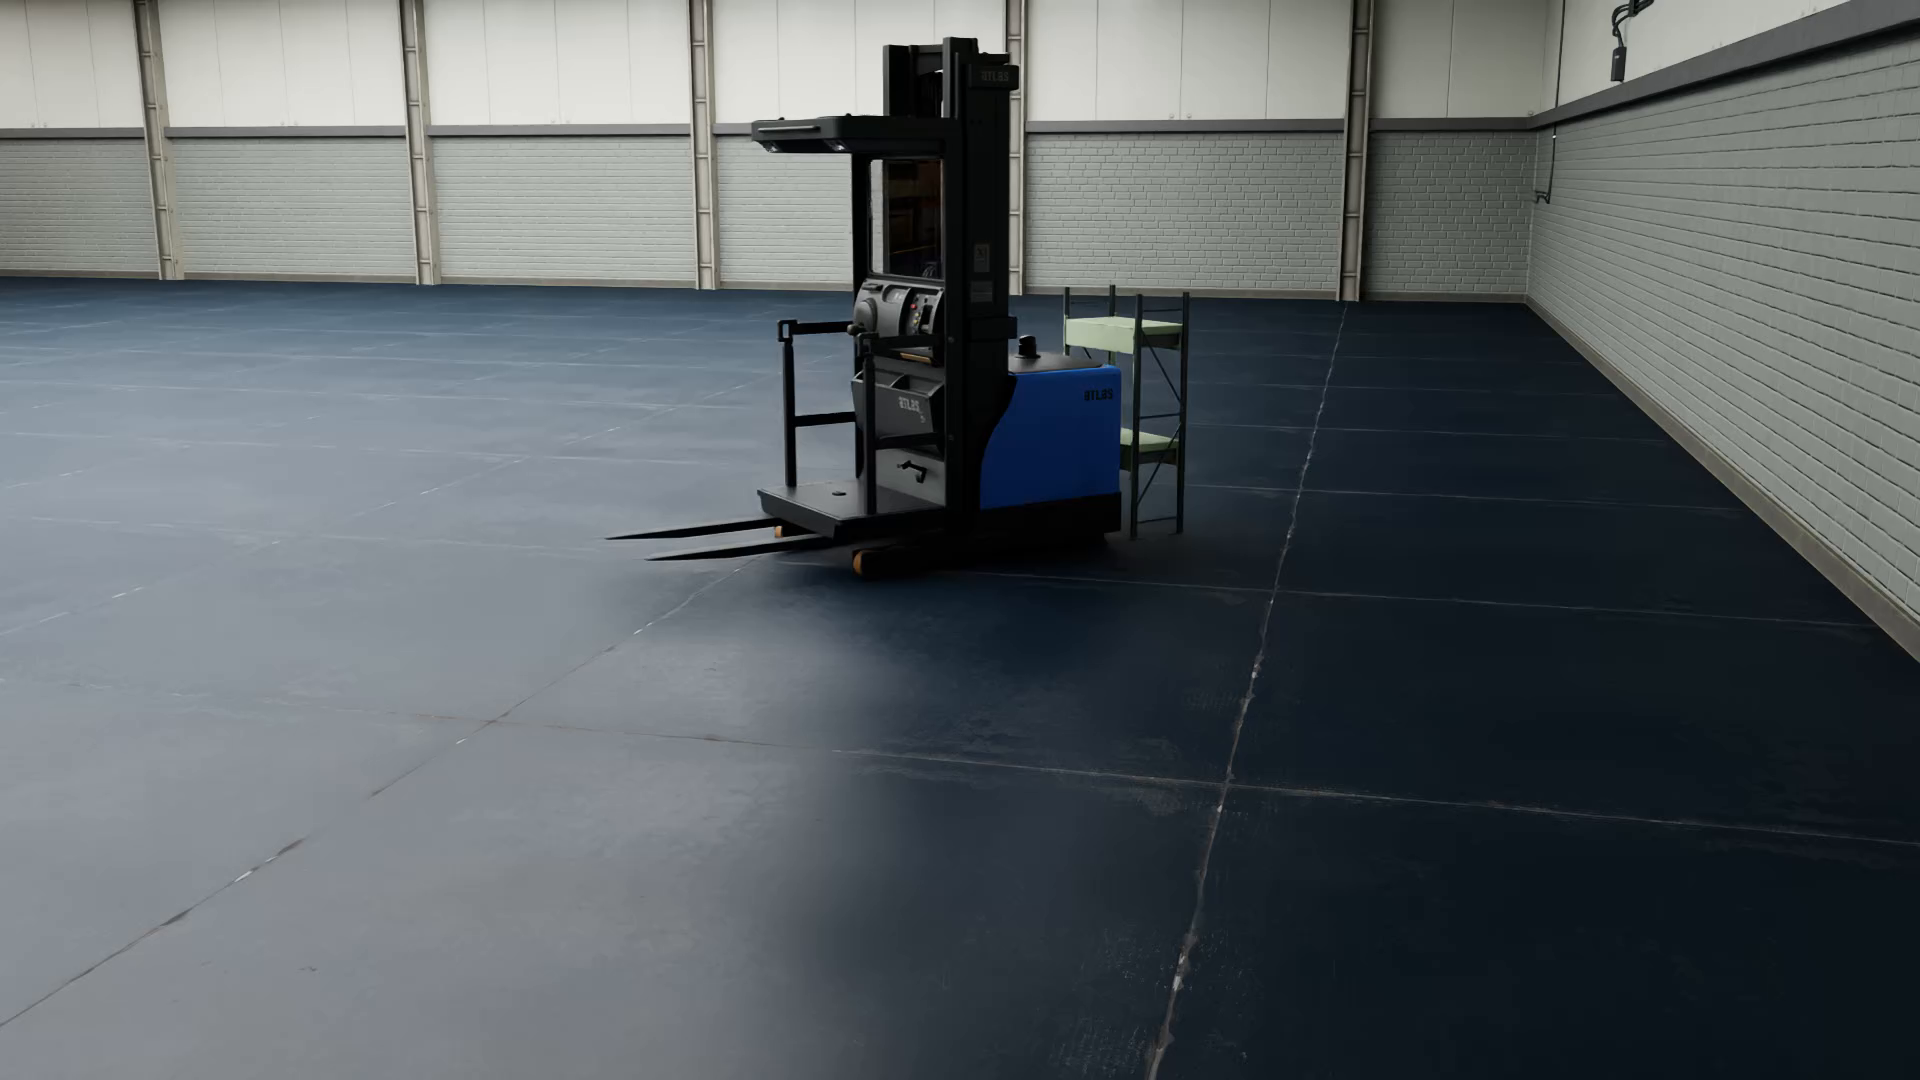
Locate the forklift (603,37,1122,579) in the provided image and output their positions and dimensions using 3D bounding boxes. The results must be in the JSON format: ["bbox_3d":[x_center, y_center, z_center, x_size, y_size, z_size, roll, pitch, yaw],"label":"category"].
[{"bbox_3d":[-0.534,-1.345,9.528,3.031,2.935,1.130,-8,15,-31],"label":"forklift"}]

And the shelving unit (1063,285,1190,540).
[{"bbox_3d":[1.027,-0.822,10.477,0.431,1.500,0.755,-8,15,-32],"label":"shelving unit"}]

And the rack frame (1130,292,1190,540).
[{"bbox_3d":[1.223,-0.755,10.176,0.400,1.500,0.023,-8,15,-32],"label":"rack frame"}]

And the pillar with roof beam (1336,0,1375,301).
[{"bbox_3d":[5.778,-7.697,24.149,0.400,9.000,9.100,3,13,14],"label":"pillar with roof beam"}]

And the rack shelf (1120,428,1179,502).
[{"bbox_3d":[1.027,-0.504,10.548,0.431,0.370,0.720,-8,15,-32],"label":"rack shelf"}]

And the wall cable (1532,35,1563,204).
[{"bbox_3d":[9.353,-6.655,26.624,0.112,2.526,3.097,3,13,14],"label":"wall cable"}]

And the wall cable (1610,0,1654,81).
[{"bbox_3d":[7.063,-7.836,16.925,0.169,6.003,2.305,3,13,14],"label":"wall cable"}]

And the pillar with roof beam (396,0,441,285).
[{"bbox_3d":[-11.698,-8.631,28.360,0.400,9.000,9.100,3,13,14],"label":"pillar with roof beam"}]

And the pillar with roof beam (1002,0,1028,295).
[{"bbox_3d":[-0.047,-8.008,25.553,0.400,9.000,9.100,3,13,14],"label":"pillar with roof beam"}]

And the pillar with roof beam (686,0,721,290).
[{"bbox_3d":[-5.873,-8.320,26.956,0.400,9.000,9.100,3,13,14],"label":"pillar with roof beam"}]

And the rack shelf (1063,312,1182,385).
[{"bbox_3d":[1.027,-1.203,10.393,0.431,0.370,0.720,-8,15,-32],"label":"rack shelf"}]

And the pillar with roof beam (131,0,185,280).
[{"bbox_3d":[-17.523,-8.942,29.763,0.400,9.000,9.100,3,13,14],"label":"pillar with roof beam"}]

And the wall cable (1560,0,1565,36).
[{"bbox_3d":[8.704,-8.552,23.513,0.112,2.526,3.097,3,13,14],"label":"wall cable"}]

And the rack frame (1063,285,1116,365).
[{"bbox_3d":[0.830,-0.889,10.778,0.400,1.500,0.023,-8,15,-32],"label":"rack frame"}]
